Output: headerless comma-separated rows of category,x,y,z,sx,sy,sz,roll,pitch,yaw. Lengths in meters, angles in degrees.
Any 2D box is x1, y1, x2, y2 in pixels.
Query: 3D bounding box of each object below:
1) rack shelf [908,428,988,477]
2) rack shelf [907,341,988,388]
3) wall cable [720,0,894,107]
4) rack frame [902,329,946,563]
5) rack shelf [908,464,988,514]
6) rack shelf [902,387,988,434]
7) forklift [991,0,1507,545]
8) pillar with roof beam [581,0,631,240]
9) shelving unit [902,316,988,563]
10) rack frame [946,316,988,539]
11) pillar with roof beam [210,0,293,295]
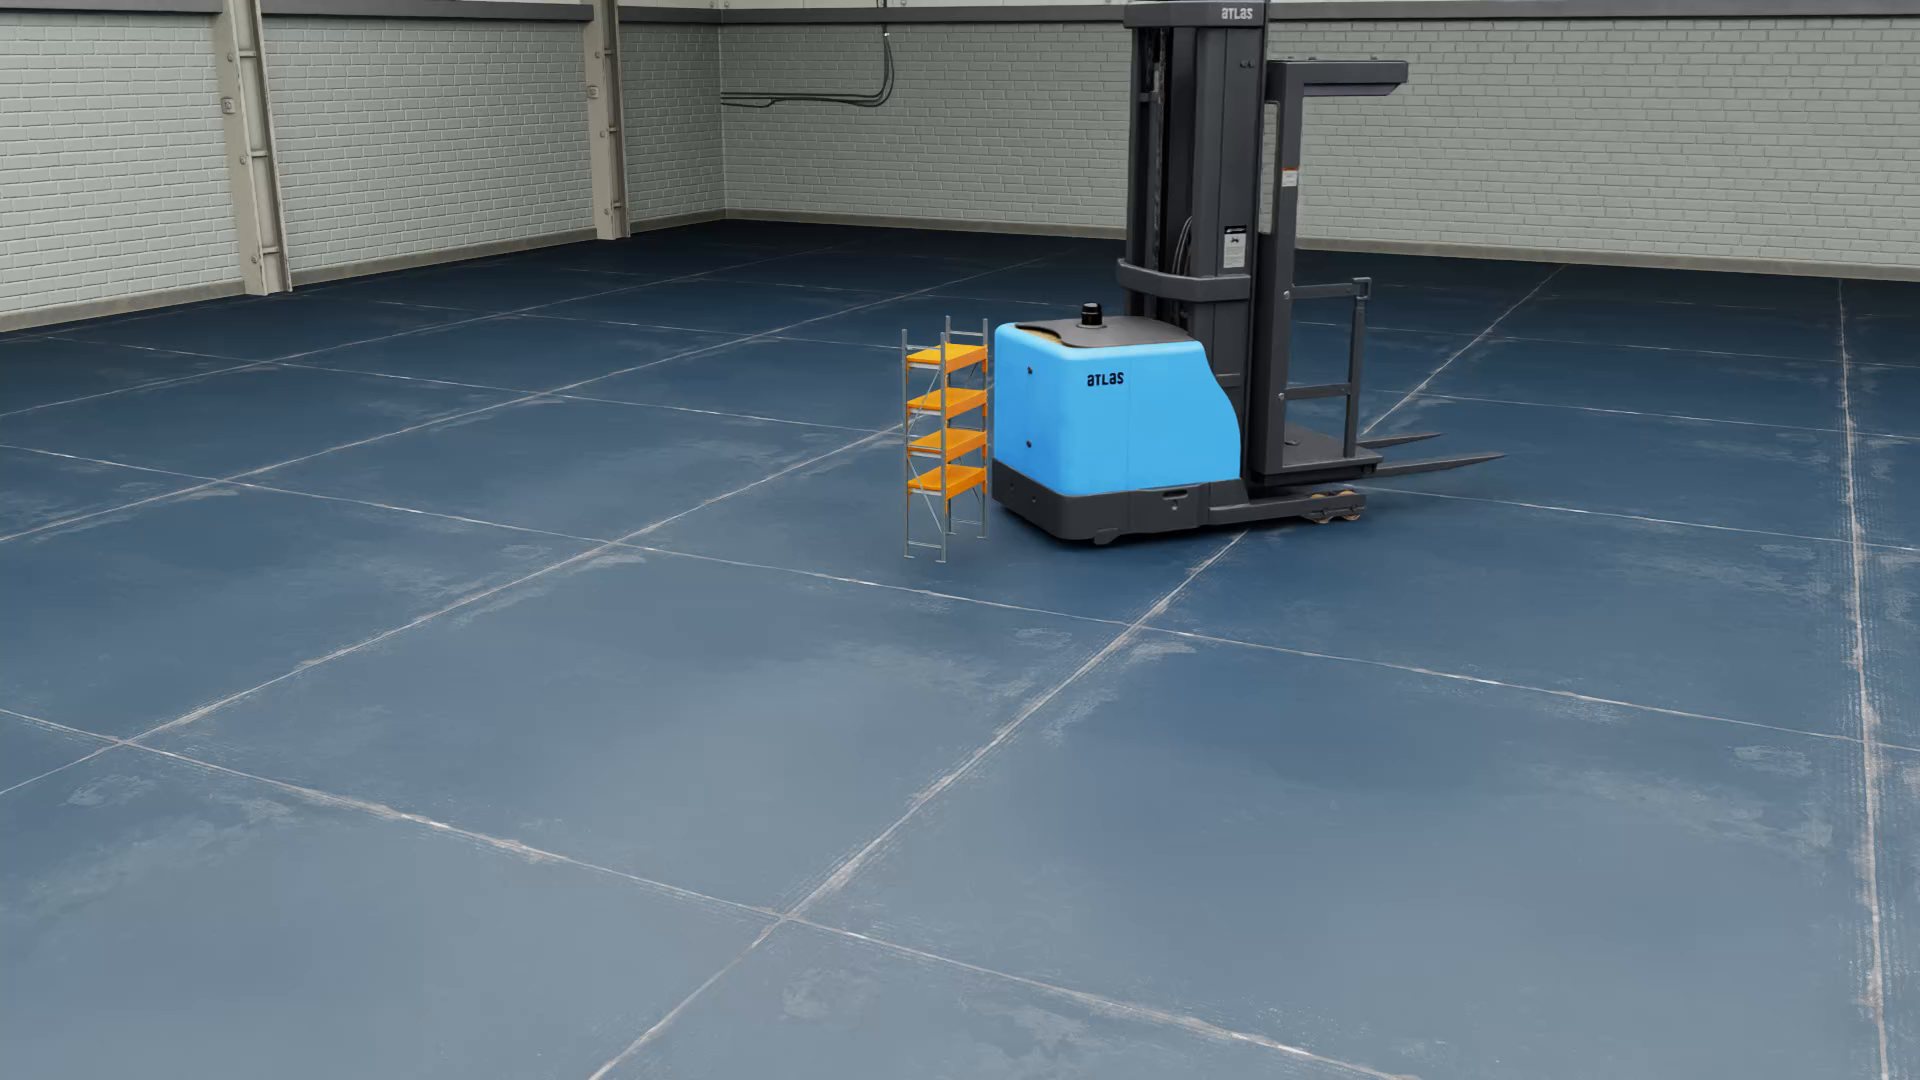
rack shelf,-0.074,-0.469,8.731,0.258,0.148,0.480,8,18,25
rack shelf,-0.074,-0.910,8.600,0.258,0.148,0.480,8,18,25
wall cable,-2.351,-7.634,24.377,3.097,2.526,0.112,8,18,25
rack frame,-0.183,-0.471,8.502,0.240,1.200,0.015,8,18,25
rack shelf,-0.074,-0.278,8.787,0.258,0.148,0.480,8,18,25
rack shelf,-0.074,-0.683,8.667,0.258,0.148,0.480,8,18,25
forklift,1.750,-1.626,9.351,3.031,2.935,1.130,-7,18,-21
pillar with roof beam,-0.999,-7.993,20.131,9.100,9.000,0.400,8,18,25
shelving unit,-0.074,-0.533,8.712,0.258,1.200,0.503,8,18,25
rack frame,0.035,-0.595,8.921,0.240,1.200,0.015,8,18,25
pillar with roof beam,-3.680,-6.465,14.985,9.100,9.000,0.400,8,18,25
